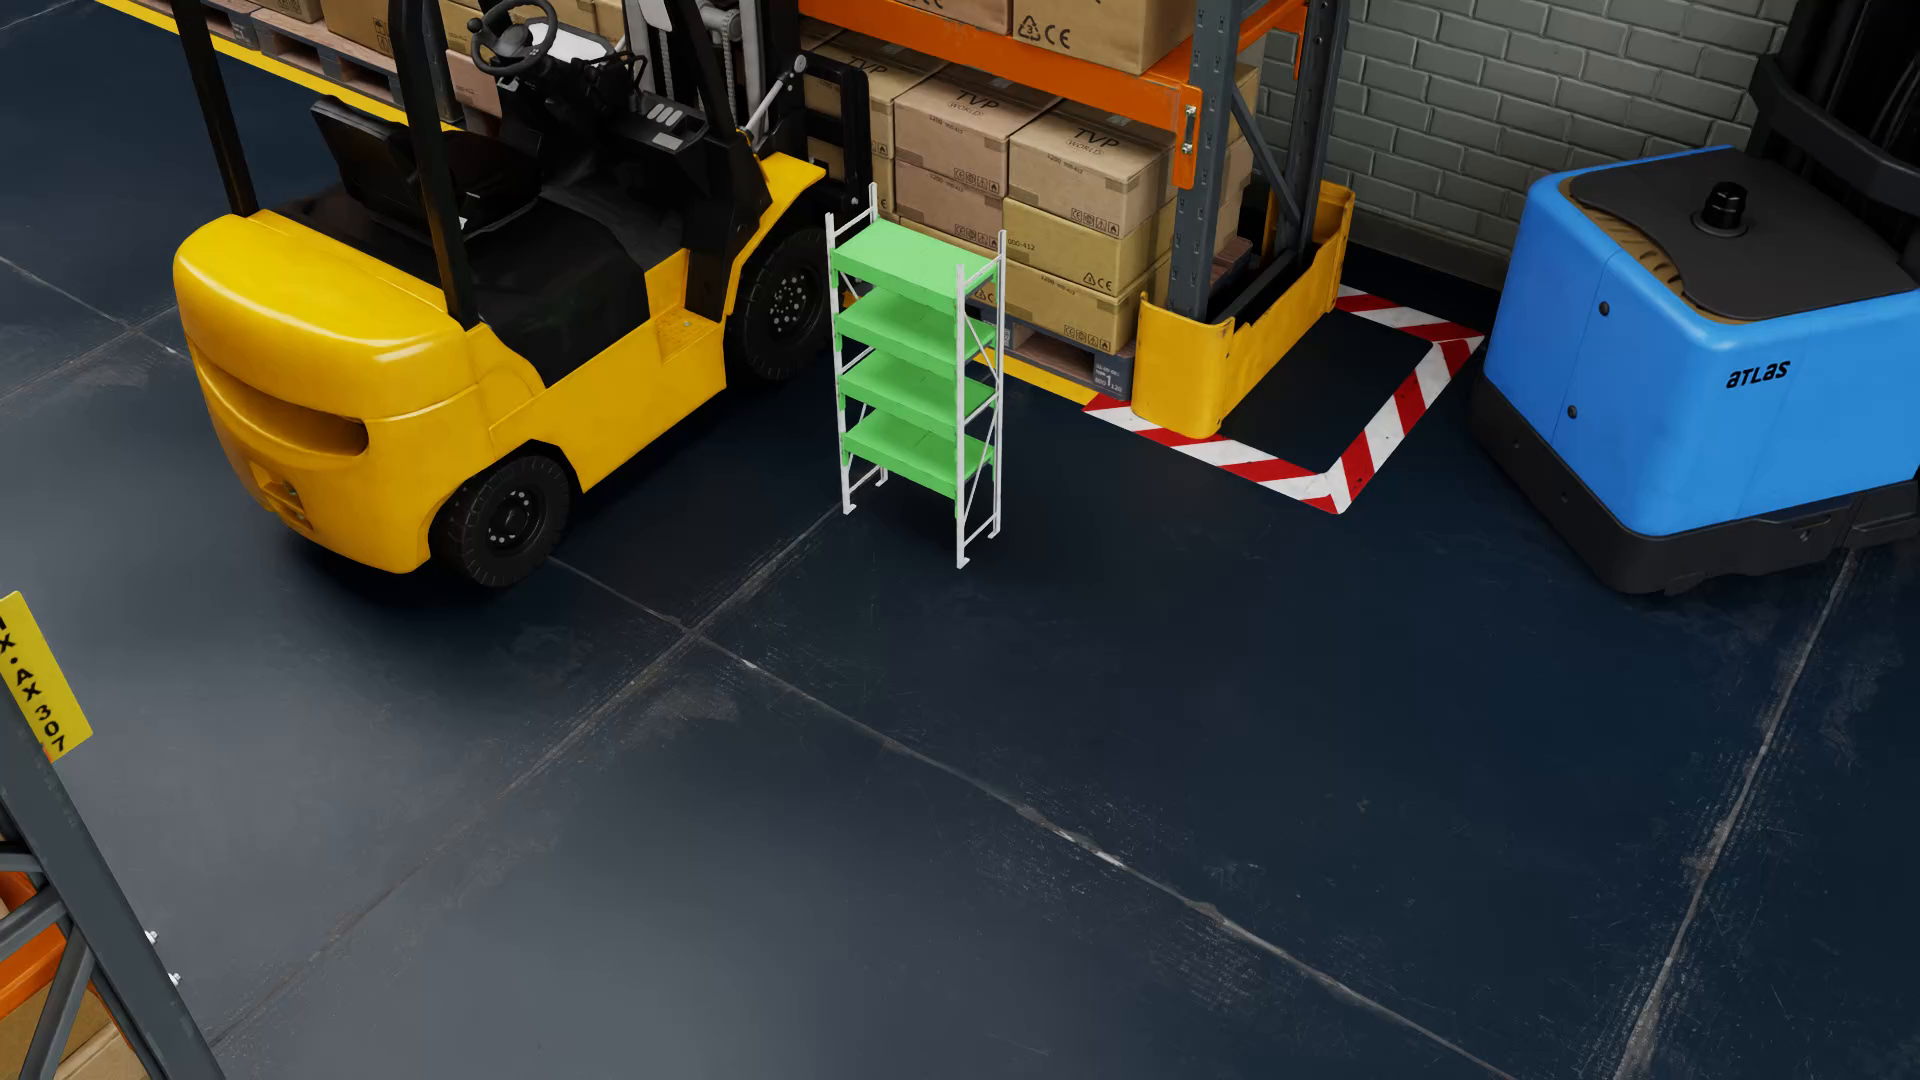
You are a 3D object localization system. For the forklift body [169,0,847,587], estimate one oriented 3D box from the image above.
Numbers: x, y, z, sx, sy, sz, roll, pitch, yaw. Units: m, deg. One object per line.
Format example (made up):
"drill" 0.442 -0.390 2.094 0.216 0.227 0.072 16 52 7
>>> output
"forklift body" -1.521 -1.282 5.570 1.214 2.155 2.313 25 48 25

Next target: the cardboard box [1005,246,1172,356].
"cardboard box" 0.512 -1.007 6.373 0.500 0.250 0.500 25 48 26

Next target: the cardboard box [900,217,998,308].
"cardboard box" 0.111 -1.203 6.592 0.500 0.250 0.500 25 48 25

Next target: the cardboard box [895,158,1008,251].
"cardboard box" 0.096 -1.400 6.437 0.500 0.250 0.500 25 47 25

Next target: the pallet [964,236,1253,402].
"pallet" 0.428 -1.099 6.820 1.213 0.211 1.003 25 48 25

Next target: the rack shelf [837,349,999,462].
"rack shelf" -0.136 -0.463 5.463 0.480 0.148 0.258 25 48 25

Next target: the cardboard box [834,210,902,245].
"cardboard box" -0.294 -1.399 6.811 0.500 0.250 0.500 26 48 26

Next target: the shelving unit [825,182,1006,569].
"shelving unit" -0.136 -0.511 5.421 0.503 1.200 0.258 25 48 25

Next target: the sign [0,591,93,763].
"sign" -1.457 0.224 2.601 0.005 0.325 0.100 25 48 25

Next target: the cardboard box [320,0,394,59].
"cardboard box" -2.630 -2.865 8.168 0.625 0.625 0.875 27 48 27

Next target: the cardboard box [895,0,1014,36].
"cardboard box" 0.105 -2.154 5.833 0.500 0.500 0.500 27 48 27

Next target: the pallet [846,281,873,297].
"pallet" -0.566 -1.566 7.342 1.213 0.211 1.003 25 48 25

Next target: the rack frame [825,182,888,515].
"rack frame" -0.335 -0.604 5.525 0.015 1.200 0.240 25 48 25

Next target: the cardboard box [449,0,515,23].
"cardboard box" -1.980 -2.547 7.345 0.500 0.250 0.500 24 47 25

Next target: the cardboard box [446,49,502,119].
"cardboard box" -1.990 -2.165 7.668 0.500 0.250 0.500 26 48 26

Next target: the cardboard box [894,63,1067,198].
"cardboard box" 0.101 -1.571 6.253 0.500 0.250 0.500 26 48 26

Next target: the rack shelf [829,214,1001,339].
"rack shelf" -0.136 -0.821 5.143 0.480 0.148 0.258 25 48 25

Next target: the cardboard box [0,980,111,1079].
"cardboard box" -2.290 0.963 3.609 0.500 0.500 0.500 24 47 24

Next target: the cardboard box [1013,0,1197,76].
"cardboard box" 0.525 -1.950 5.605 0.500 0.500 0.500 24 47 24

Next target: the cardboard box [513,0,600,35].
"cardboard box" -1.568 -2.346 7.120 0.500 0.250 0.500 25 48 25

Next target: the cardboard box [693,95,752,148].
"cardboard box" -0.746 -1.780 6.861 0.500 0.250 0.500 25 47 25

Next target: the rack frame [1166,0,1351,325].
"rack frame" 1.079 -1.868 5.588 0.127 3.000 1.000 25 48 25

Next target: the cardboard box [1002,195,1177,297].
"cardboard box" 0.501 -1.202 6.216 0.500 0.250 0.500 24 47 25

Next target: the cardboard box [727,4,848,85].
"cardboard box" -0.728 -1.957 6.685 0.500 0.250 0.500 24 47 25

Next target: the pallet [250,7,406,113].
"pallet" -2.822 -2.621 8.521 1.213 0.211 1.003 25 48 25

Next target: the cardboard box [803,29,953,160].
"cardboard box" -0.318 -1.759 6.463 0.500 0.250 0.500 26 48 26

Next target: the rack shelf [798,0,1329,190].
"rack shelf" -0.559 -2.366 6.684 4.000 0.370 1.077 25 48 25

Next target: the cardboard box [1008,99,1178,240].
"cardboard box" 0.523 -1.379 6.038 0.500 0.250 0.500 27 48 27

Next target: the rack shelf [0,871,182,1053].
"rack shelf" -3.406 0.346 3.654 4.000 0.370 1.077 25 48 25

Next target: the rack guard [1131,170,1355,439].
"rack guard" 1.098 -0.927 6.411 0.348 0.500 1.175 25 48 25

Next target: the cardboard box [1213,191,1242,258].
"cardboard box" 0.789 -1.295 6.695 0.500 0.250 0.500 25 48 25

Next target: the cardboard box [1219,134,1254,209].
"cardboard box" 0.813 -1.480 6.526 0.500 0.250 0.500 26 48 26

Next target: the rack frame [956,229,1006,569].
"rack frame" 0.064 -0.417 5.316 0.015 1.200 0.240 25 48 25

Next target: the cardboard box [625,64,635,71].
"cardboard box" -1.159 -1.973 7.078 0.500 0.250 0.500 25 47 25

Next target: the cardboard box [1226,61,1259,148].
"cardboard box" 0.794 -1.660 6.353 0.500 0.250 0.500 24 47 25

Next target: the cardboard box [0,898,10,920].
"cardboard box" -1.928 0.694 2.914 0.250 0.149 0.380 25 48 25

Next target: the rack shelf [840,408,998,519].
"rack shelf" -0.136 -0.284 5.623 0.480 0.148 0.258 25 48 25

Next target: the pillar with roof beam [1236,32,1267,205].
"pillar with roof beam" -1.446 -2.512 1.809 0.400 9.000 9.100 25 48 25

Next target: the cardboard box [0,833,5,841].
"cardboard box" -1.997 0.362 2.797 0.500 0.500 0.500 24 47 25

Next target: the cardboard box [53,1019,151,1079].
"cardboard box" -2.270 1.252 3.849 0.500 0.250 0.500 25 47 25

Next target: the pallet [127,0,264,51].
"pallet" -3.825 -3.088 9.043 1.213 0.211 1.003 25 48 25

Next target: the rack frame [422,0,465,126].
"rack frame" -2.196 -3.400 7.300 0.127 3.000 1.000 25 48 25

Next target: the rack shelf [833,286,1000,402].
"rack shelf" -0.136 -0.642 5.303 0.480 0.148 0.258 25 48 25

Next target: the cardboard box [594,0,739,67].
"cardboard box" -1.154 -2.162 6.914 0.500 0.250 0.500 27 48 27

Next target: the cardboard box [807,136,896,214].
"cardboard box" -0.339 -1.586 6.645 0.500 0.250 0.500 24 47 24

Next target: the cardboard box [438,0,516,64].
"cardboard box" -1.978 -2.364 7.515 0.500 0.250 0.500 25 47 25

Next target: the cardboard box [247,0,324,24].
"cardboard box" -3.261 -3.166 8.505 0.625 0.625 0.875 25 47 25

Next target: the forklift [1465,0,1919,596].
"forklift" 3.436 -1.478 5.203 3.031 2.935 1.130 -12 43 -13

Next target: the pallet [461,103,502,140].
"pallet" -1.569 -2.033 7.864 1.213 0.211 1.003 25 48 25
